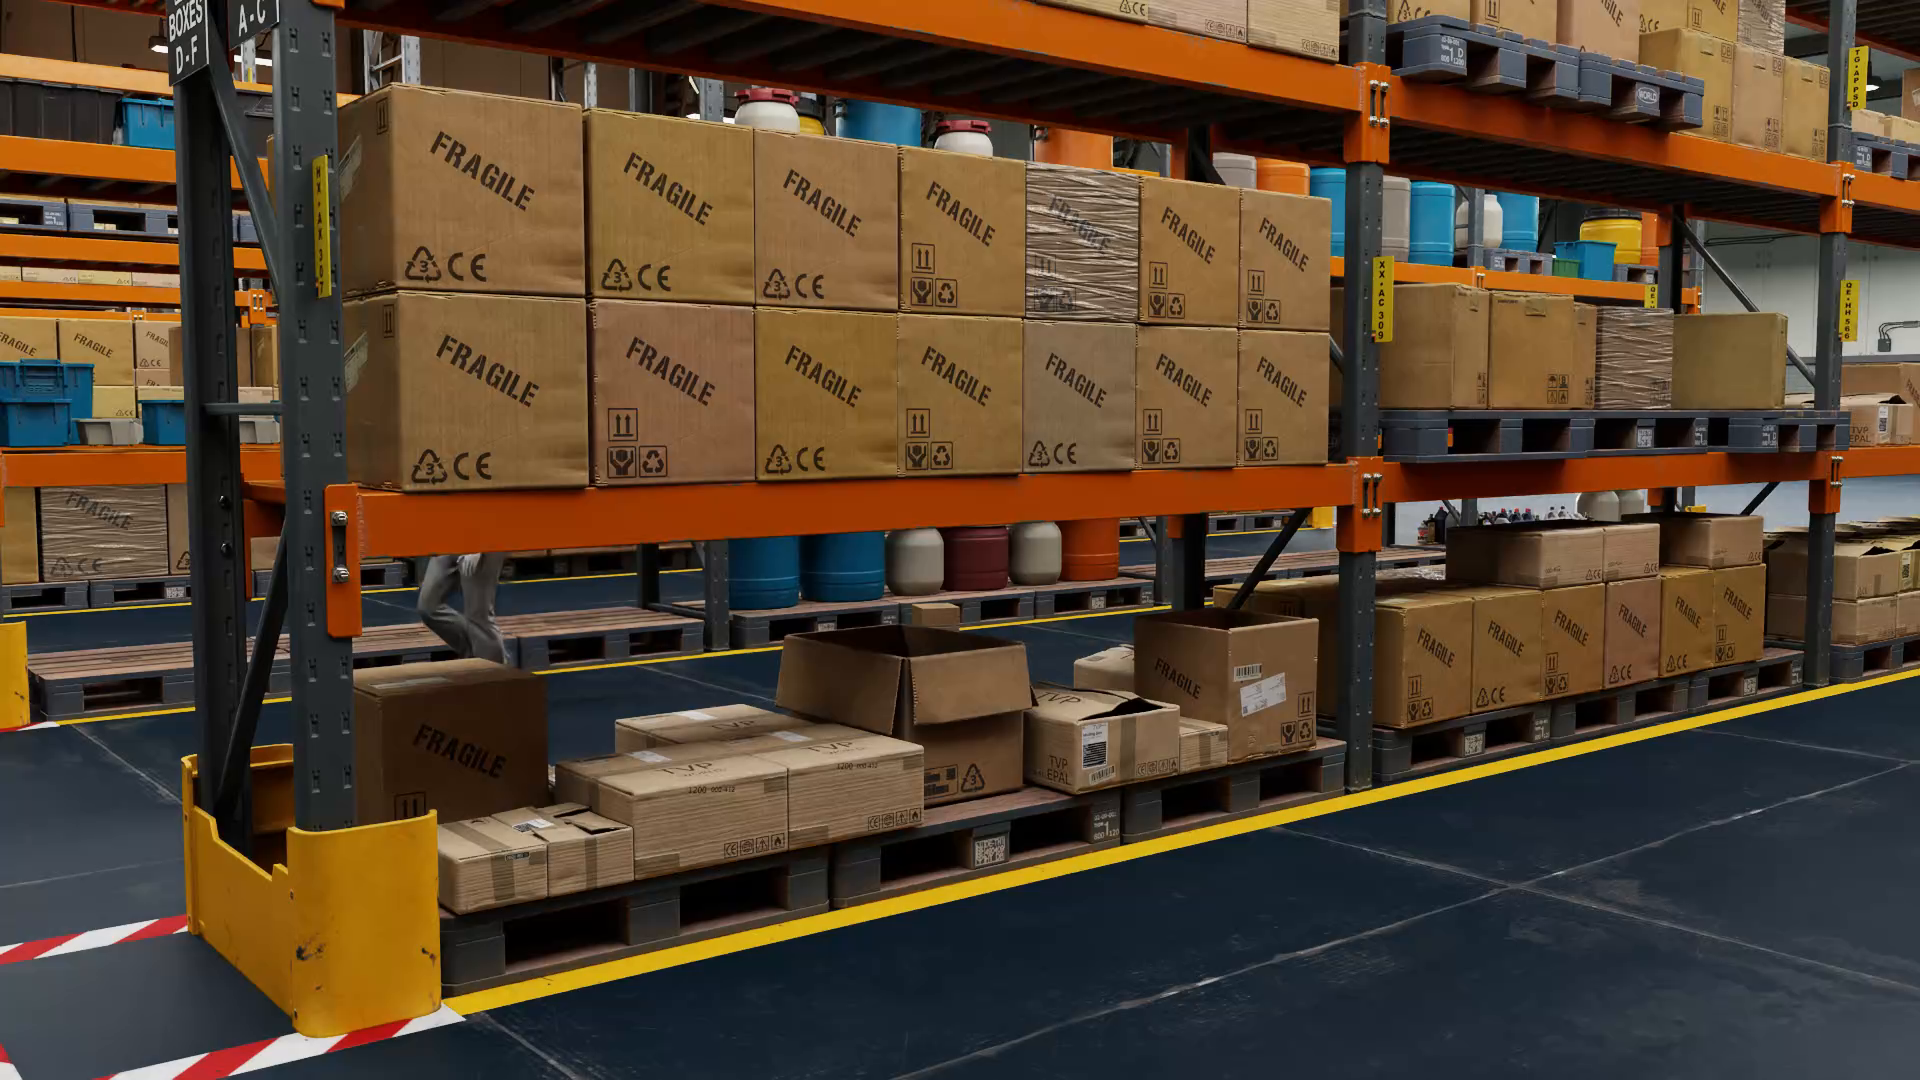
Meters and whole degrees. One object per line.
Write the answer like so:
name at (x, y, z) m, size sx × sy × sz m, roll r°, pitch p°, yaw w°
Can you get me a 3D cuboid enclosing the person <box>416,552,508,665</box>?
person at (-2.415, 0.011, 8.174) m, size 0.430 × 1.694 × 0.485 m, roll -3°, pitch 6°, yaw -37°
